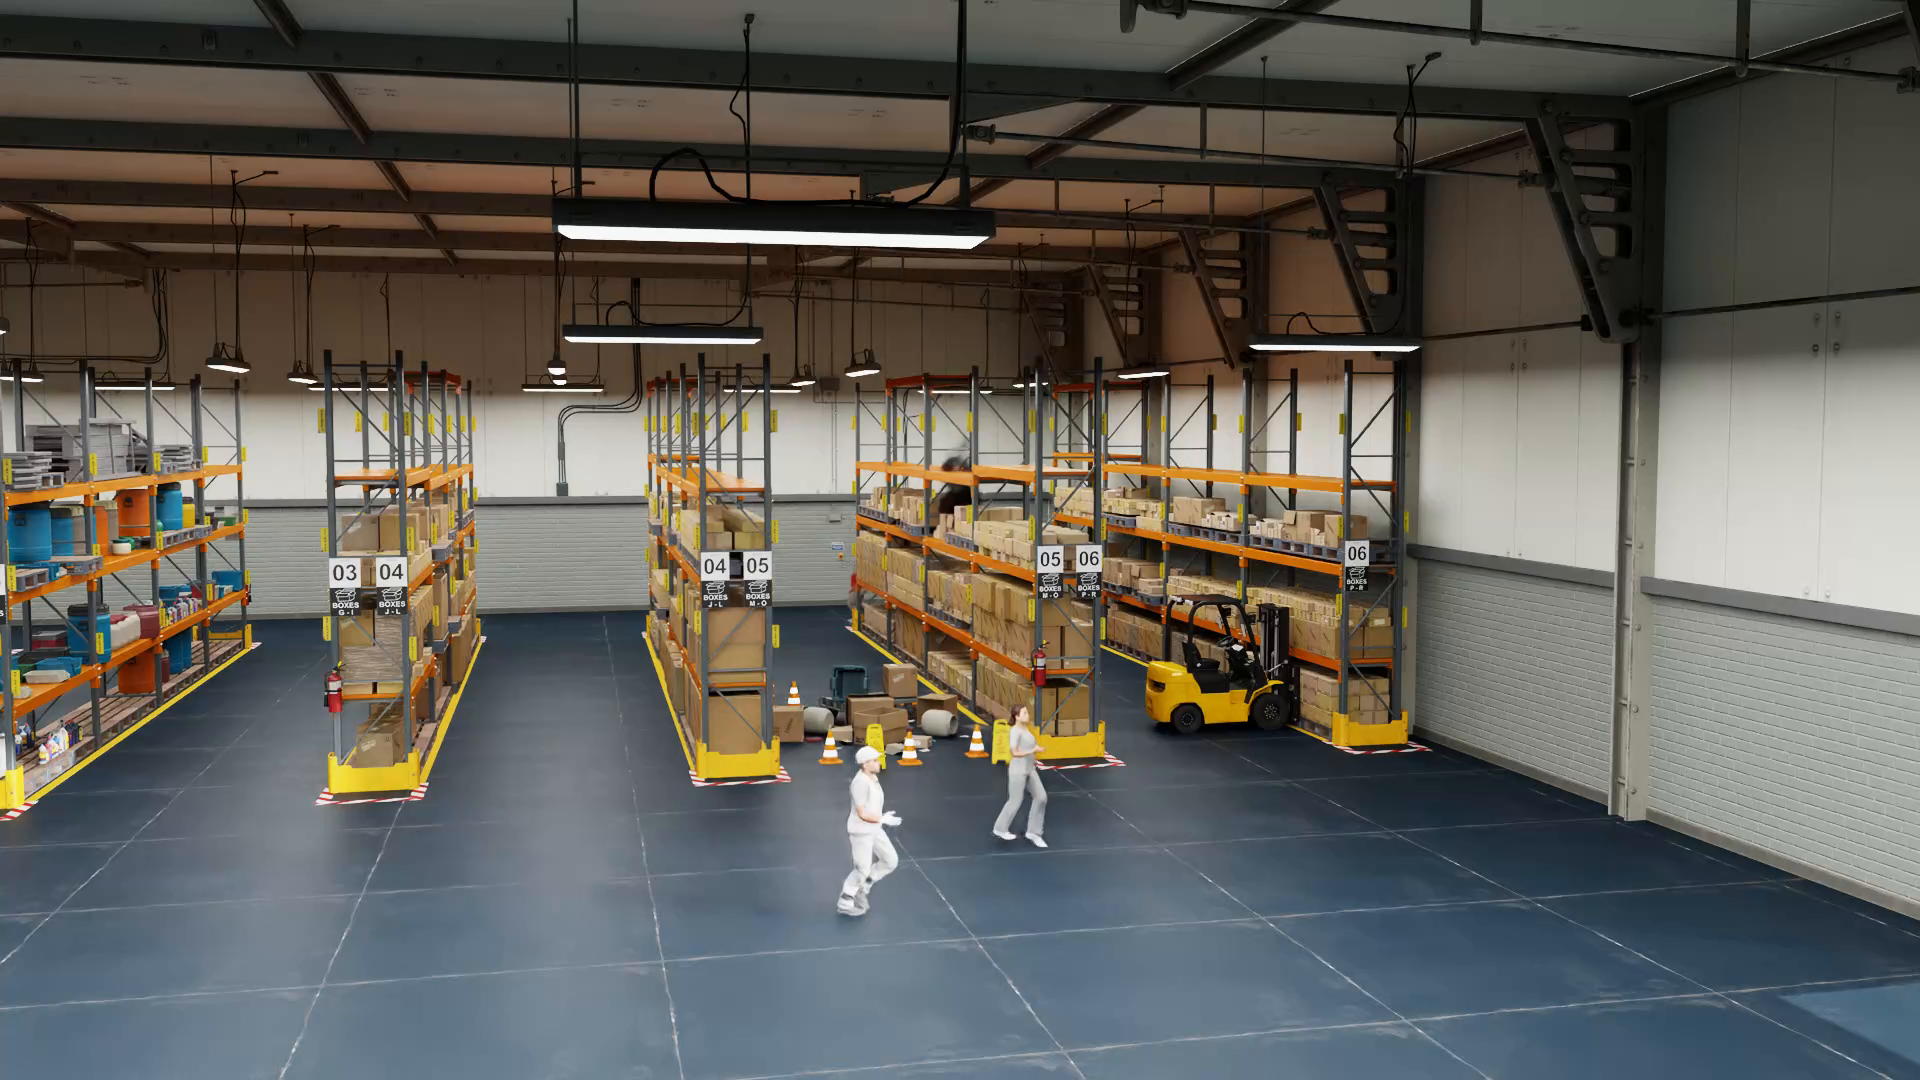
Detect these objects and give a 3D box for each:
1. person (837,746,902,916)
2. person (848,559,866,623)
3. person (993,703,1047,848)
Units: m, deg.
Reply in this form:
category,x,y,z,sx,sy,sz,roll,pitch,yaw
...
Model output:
category,x,y,z,sx,sy,sz,roll,pitch,yaw
person,-0.900,2.944,16.842,0.710,1.737,0.654,1,4,16
person,-2.558,1.306,41.714,0.686,1.595,0.719,1,4,14
person,0.726,2.792,19.729,0.710,1.723,0.547,2,5,30
